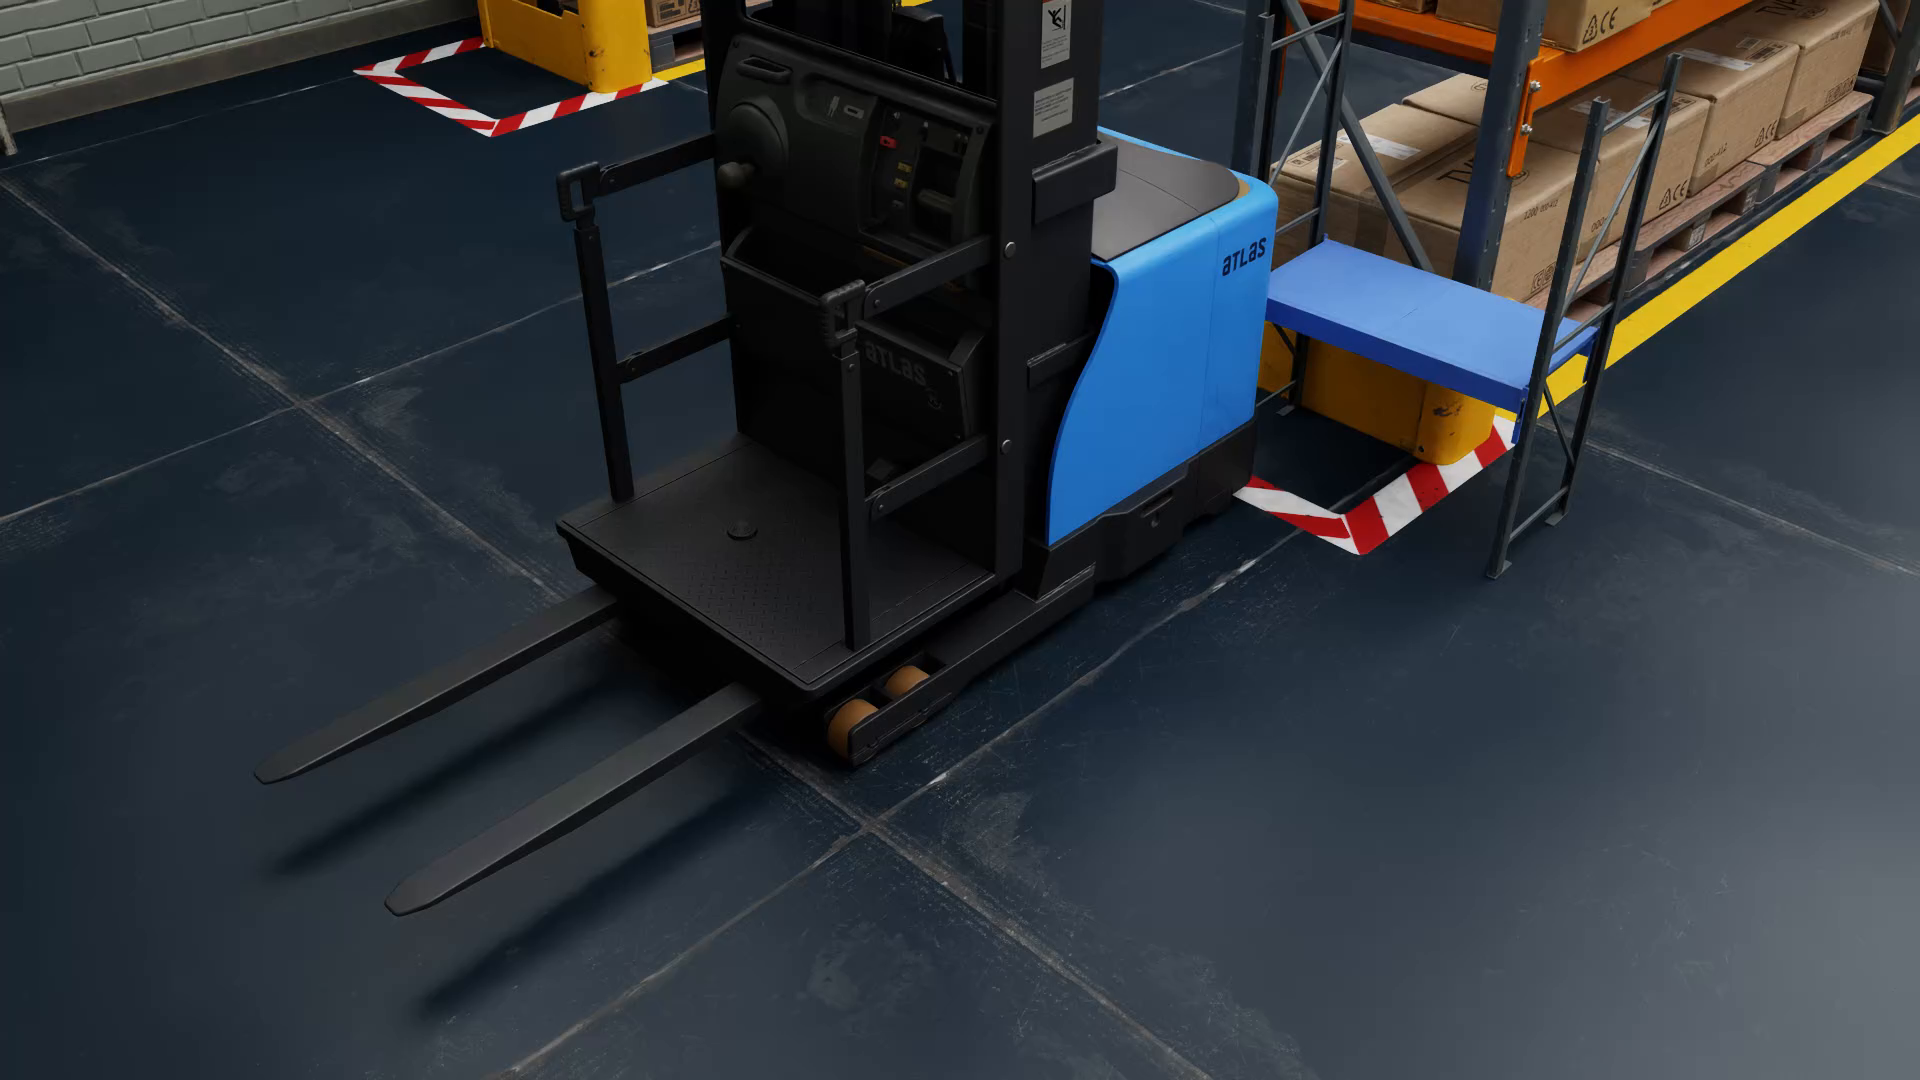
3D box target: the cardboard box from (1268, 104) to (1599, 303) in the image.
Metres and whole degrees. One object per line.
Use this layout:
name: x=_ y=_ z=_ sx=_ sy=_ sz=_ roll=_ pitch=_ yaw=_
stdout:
cardboard box: x=1.746 y=-1.210 z=6.236 sx=0.875 sy=0.438 sz=0.875 roll=28 pitch=44 yaw=34

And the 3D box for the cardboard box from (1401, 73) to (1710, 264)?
cardboard box: x=2.385 y=-1.585 z=6.774 sx=0.875 sy=0.438 sz=0.875 roll=-29 pitch=44 yaw=-34

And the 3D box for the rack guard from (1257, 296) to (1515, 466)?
rack guard: x=1.335 y=-0.746 z=5.882 sx=1.175 sy=0.500 sz=0.348 roll=30 pitch=45 yaw=35

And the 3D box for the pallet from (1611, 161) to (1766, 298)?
pallet: x=2.719 y=-1.486 z=7.196 sx=1.003 sy=0.211 sz=1.213 roll=30 pitch=45 yaw=35

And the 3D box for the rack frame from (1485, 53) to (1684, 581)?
rack frame: x=1.788 y=-0.603 z=4.803 sx=0.032 sy=1.500 sz=0.500 roll=28 pitch=43 yaw=34

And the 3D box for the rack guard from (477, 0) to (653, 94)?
rack guard: x=-2.120 y=-2.785 z=8.807 sx=1.175 sy=0.500 sz=0.348 roll=30 pitch=45 yaw=35

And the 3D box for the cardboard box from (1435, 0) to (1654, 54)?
cardboard box: x=1.894 y=-1.901 z=5.266 sx=0.500 sy=0.500 sz=0.500 roll=29 pitch=44 yaw=35

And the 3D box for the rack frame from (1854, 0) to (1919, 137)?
rack frame: x=4.170 y=-3.405 z=7.510 sx=1.000 sy=3.000 sz=0.127 roll=30 pitch=45 yaw=35

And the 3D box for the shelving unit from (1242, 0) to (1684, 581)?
shelving unit: x=1.413 y=-0.799 z=5.085 sx=1.048 sy=1.500 sz=0.538 roll=28 pitch=43 yaw=34

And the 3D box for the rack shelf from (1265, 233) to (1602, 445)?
rack shelf: x=1.413 y=-0.652 z=5.187 sx=1.000 sy=0.185 sz=0.538 roll=28 pitch=43 yaw=34

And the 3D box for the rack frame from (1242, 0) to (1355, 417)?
rack frame: x=1.037 y=-0.995 z=5.366 sx=0.032 sy=1.500 sz=0.500 roll=28 pitch=43 yaw=34

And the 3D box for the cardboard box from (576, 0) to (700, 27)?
cardboard box: x=-1.675 y=-3.138 z=8.943 sx=0.797 sy=0.503 sz=0.637 roll=28 pitch=43 yaw=34

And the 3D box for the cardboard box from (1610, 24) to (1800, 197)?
cardboard box: x=3.021 y=-1.951 z=7.298 sx=0.875 sy=0.438 sz=0.875 roll=28 pitch=44 yaw=34

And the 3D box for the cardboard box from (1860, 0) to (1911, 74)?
cardboard box: x=4.550 y=-2.989 z=8.404 sx=0.875 sy=0.875 sz=0.875 roll=-28 pitch=44 yaw=-34

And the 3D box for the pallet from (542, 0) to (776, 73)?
pallet: x=-1.559 y=-2.991 z=9.354 sx=1.003 sy=0.211 sz=1.213 roll=30 pitch=45 yaw=35

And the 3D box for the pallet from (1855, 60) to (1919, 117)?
pallet: x=4.660 y=-2.605 z=8.800 sx=1.003 sy=0.211 sz=1.213 roll=30 pitch=45 yaw=35

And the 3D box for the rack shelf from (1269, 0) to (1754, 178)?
rack shelf: x=2.761 y=-2.298 z=6.551 sx=1.077 sy=0.370 sz=4.000 roll=30 pitch=45 yaw=35

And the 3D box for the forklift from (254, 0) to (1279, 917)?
forklift: x=-0.433 y=-0.945 z=4.043 sx=1.130 sy=2.935 sz=3.031 roll=29 pitch=44 yaw=35

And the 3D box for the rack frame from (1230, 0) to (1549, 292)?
rack frame: x=1.352 y=-1.781 z=5.181 sx=1.000 sy=3.000 sz=0.127 roll=30 pitch=45 yaw=35

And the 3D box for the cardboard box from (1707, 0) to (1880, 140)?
cardboard box: x=3.651 y=-2.314 z=7.819 sx=0.875 sy=0.438 sz=0.875 roll=29 pitch=44 yaw=35

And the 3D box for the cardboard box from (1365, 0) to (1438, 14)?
cardboard box: x=1.504 y=-2.124 z=5.587 sx=0.500 sy=0.500 sz=0.500 roll=-30 pitch=45 yaw=-35

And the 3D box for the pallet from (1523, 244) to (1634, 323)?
pallet: x=1.859 y=-0.993 z=6.490 sx=1.003 sy=0.211 sz=1.213 roll=30 pitch=45 yaw=35

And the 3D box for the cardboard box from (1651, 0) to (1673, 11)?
cardboard box: x=2.230 y=-2.118 z=5.577 sx=0.500 sy=0.500 sz=0.500 roll=29 pitch=44 yaw=35

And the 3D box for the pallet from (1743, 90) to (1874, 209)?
pallet: x=3.579 y=-1.984 z=7.910 sx=1.003 sy=0.211 sz=1.213 roll=30 pitch=45 yaw=35
